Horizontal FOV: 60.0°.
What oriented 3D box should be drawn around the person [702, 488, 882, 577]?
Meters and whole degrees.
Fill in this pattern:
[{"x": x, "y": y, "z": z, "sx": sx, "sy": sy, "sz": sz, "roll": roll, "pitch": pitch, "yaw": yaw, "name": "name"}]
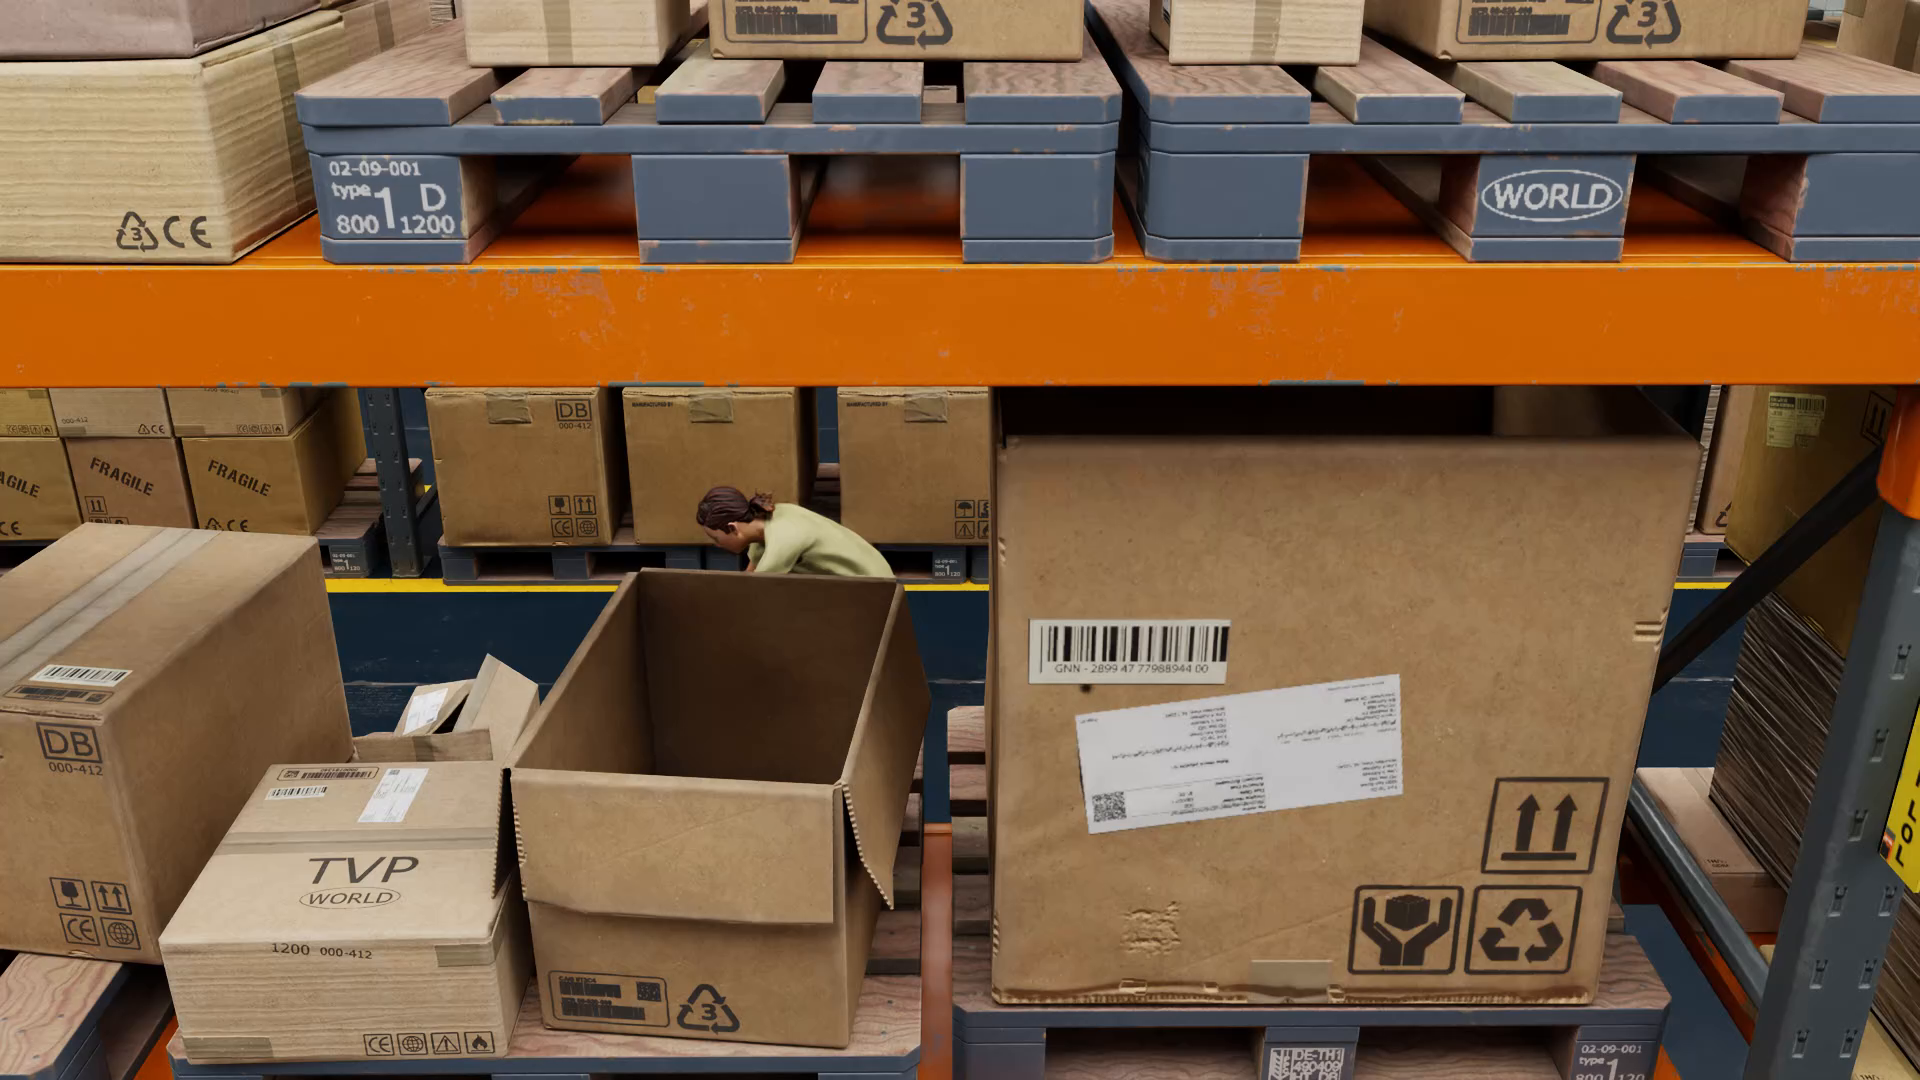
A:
[{"x": -0.670, "y": 0.275, "z": 6.575, "sx": 0.804, "sy": 0.796, "sz": 0.482, "roll": 0, "pitch": 24, "yaw": 0, "name": "person"}]
